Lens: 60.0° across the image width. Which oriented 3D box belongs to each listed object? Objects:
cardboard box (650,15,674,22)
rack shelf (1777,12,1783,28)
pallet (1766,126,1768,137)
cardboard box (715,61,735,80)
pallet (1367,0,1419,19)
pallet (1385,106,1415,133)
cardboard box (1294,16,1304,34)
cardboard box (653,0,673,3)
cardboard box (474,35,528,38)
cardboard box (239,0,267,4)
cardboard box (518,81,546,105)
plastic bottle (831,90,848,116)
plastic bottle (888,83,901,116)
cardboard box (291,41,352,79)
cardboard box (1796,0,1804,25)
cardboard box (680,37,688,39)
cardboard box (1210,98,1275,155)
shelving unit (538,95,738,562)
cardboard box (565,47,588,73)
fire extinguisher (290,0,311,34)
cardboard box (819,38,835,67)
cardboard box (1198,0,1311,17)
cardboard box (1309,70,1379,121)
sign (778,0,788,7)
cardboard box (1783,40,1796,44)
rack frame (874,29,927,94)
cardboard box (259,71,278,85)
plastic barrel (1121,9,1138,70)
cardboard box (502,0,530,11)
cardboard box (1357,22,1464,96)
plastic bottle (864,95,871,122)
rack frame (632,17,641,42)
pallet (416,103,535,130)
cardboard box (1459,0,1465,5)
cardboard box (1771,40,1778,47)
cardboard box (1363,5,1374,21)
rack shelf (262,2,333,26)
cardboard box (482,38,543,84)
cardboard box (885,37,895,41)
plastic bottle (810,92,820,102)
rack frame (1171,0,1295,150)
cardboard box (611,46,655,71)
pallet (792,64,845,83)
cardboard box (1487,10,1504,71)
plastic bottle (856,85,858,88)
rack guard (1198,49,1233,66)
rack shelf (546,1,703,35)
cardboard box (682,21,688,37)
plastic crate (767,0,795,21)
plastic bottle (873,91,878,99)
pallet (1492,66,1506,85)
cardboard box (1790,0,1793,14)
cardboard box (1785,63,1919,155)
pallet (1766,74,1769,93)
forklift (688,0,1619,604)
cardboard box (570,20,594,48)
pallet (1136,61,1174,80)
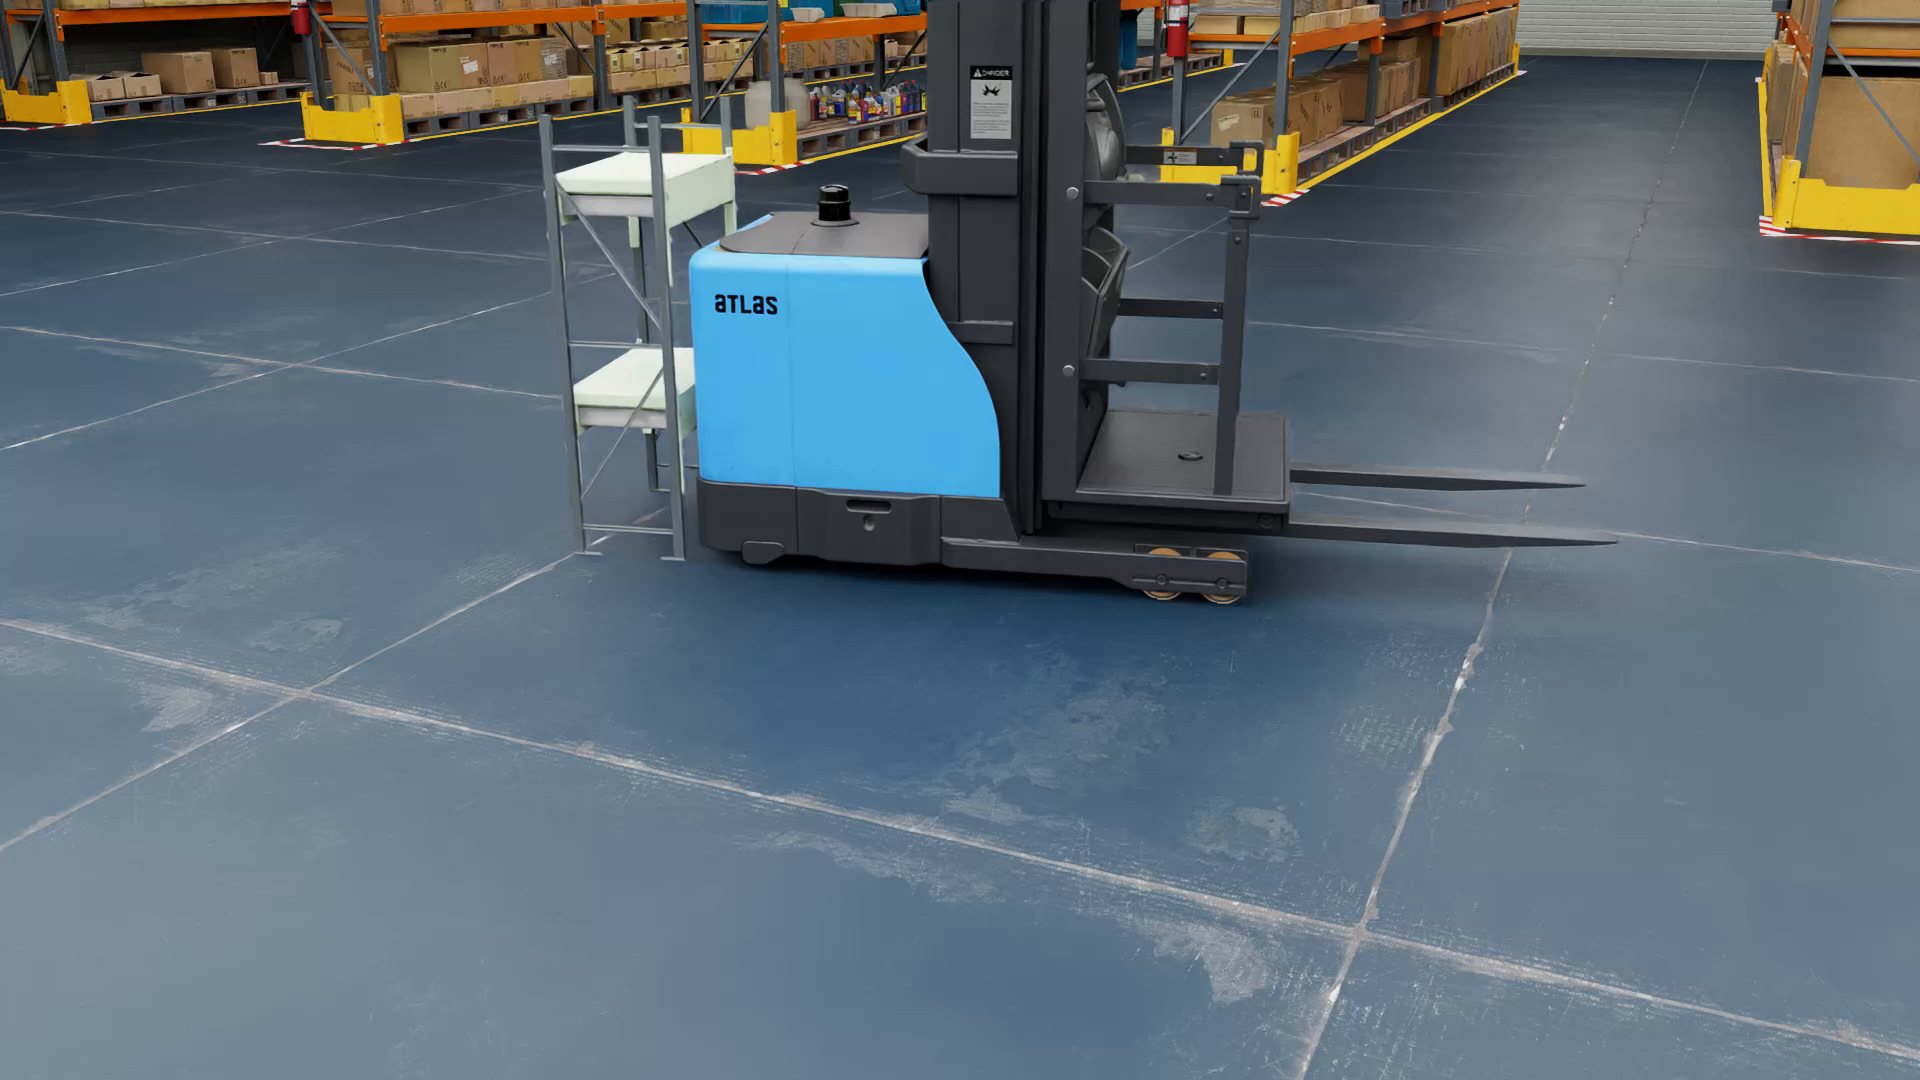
[{"bbox_3d":[-5.603,-9.824,31.252,0.380,0.149,0.250,9,22,25],"label":"cardboard box"},{"bbox_3d":[12.550,-7.726,24.291,1.077,0.370,4.000,9,21,23],"label":"rack shelf"},{"bbox_3d":[9.701,-4.687,18.832,1.003,0.211,1.213,9,21,23],"label":"pallet"},{"bbox_3d":[-3.628,-6.853,24.239,0.500,0.250,0.500,8,21,22],"label":"cardboard box"},{"bbox_3d":[4.417,-5.843,18.208,1.003,0.211,1.213,9,21,23],"label":"pallet"},{"bbox_3d":[4.787,-5.018,19.765,1.003,0.211,1.213,9,21,23],"label":"pallet"},{"bbox_3d":[2.787,-4.507,14.540,0.380,0.149,0.250,9,21,23],"label":"cardboard box"},{"bbox_3d":[-4.315,-7.674,22.921,0.500,0.500,0.500,9,21,23],"label":"cardboard box"},{"bbox_3d":[-5.738,-6.083,20.955,0.500,0.500,0.500,9,21,23],"label":"cardboard box"},{"bbox_3d":[-9.715,-7.360,22.381,0.500,0.250,0.500,9,21,23],"label":"cardboard box"},{"bbox_3d":[-5.461,-5.504,20.447,0.500,0.250,0.500,9,21,23],"label":"cardboard box"},{"bbox_3d":[-1.363,-4.933,18.772,0.152,0.276,0.135,9,21,23],"label":"plastic bottle"},{"bbox_3d":[-0.759,-4.965,18.749,0.144,0.351,0.185,8,21,22],"label":"plastic bottle"},{"bbox_3d":[-9.300,-7.016,24.293,0.700,0.500,0.500,9,22,25],"label":"cardboard box"},{"bbox_3d":[8.425,-5.252,16.110,0.500,0.500,0.500,8,21,22],"label":"cardboard box"},{"bbox_3d":[-3.909,-7.350,24.799,0.500,0.311,0.500,9,22,25],"label":"cardboard box"},{"bbox_3d":[2.604,-3.706,15.016,0.500,0.500,0.500,13,23,33],"label":"cardboard box"},{"bbox_3d":[-1.084,-0.767,5.886,0.431,1.500,0.755,3,20,10],"label":"shelving unit"},{"bbox_3d":[-5.161,-6.410,22.156,0.500,0.311,0.500,9,21,23],"label":"cardboard box"},{"bbox_3d":[-7.175,-5.849,18.053,0.296,0.674,0.183,9,21,23],"label":"fire extinguisher"},{"bbox_3d":[-2.352,-7.906,26.797,0.500,0.500,0.500,8,21,21],"label":"cardboard box"},{"bbox_3d":[2.583,-4.849,14.533,0.875,0.500,0.500,9,21,23],"label":"cardboard box"},{"bbox_3d":[4.242,-4.934,18.440,0.700,0.500,0.500,7,21,19],"label":"cardboard box"},{"bbox_3d":[-1.685,-5.230,15.786,0.100,0.325,0.005,9,21,23],"label":"sign"},{"bbox_3d":[10.134,-5.850,19.925,0.500,0.250,0.500,8,21,21],"label":"cardboard box"},{"bbox_3d":[-0.548,-6.399,19.486,1.000,3.000,0.127,9,21,23],"label":"rack frame"},{"bbox_3d":[-9.778,-6.463,23.238,0.380,0.166,0.250,6,20,16],"label":"cardboard box"},{"bbox_3d":[2.490,-7.890,26.183,0.600,0.901,0.708,9,21,23],"label":"plastic barrel"},{"bbox_3d":[-5.660,-6.676,20.114,0.700,0.500,0.500,9,21,24],"label":"cardboard box"},{"bbox_3d":[5.911,-6.347,21.884,1.225,0.875,0.875,8,21,20],"label":"cardboard box"},{"bbox_3d":[-1.018,-4.715,18.164,0.097,0.271,0.097,0,20,0],"label":"plastic bottle"},{"bbox_3d":[-6.310,-10.204,30.185,1.000,3.000,0.127,9,21,23],"label":"rack frame"},{"bbox_3d":[-5.927,-5.155,20.148,1.003,0.211,1.213,9,21,23],"label":"pallet"},{"bbox_3d":[6.472,-7.416,22.196,0.500,0.500,0.500,8,21,22],"label":"cardboard box"},{"bbox_3d":[12.844,-7.698,25.878,0.380,0.149,0.250,8,21,20],"label":"cardboard box"},{"bbox_3d":[4.040,-5.420,17.108,0.380,0.149,0.250,9,21,23],"label":"cardboard box"},{"bbox_3d":[-8.767,-8.031,25.148,1.077,0.370,4.000,9,21,23],"label":"rack shelf"},{"bbox_3d":[-5.472,-5.859,20.326,0.500,0.500,0.500,9,21,23],"label":"cardboard box"},{"bbox_3d":[-1.507,-8.909,29.898,0.500,0.311,0.500,9,21,23],"label":"cardboard box"},{"bbox_3d":[-1.648,-4.838,18.504,0.152,0.276,0.135,8,21,21],"label":"plastic bottle"},{"bbox_3d":[2.333,-4.497,14.137,1.000,3.000,0.127,9,21,23],"label":"rack frame"},{"bbox_3d":[-4.459,-6.491,22.384,0.500,0.311,0.500,8,21,22],"label":"cardboard box"},{"bbox_3d":[-2.586,-7.584,26.978,1.003,0.211,1.213,9,21,23],"label":"pallet"},{"bbox_3d":[7.959,-7.828,26.048,0.875,0.875,0.875,9,21,23],"label":"cardboard box"},{"bbox_3d":[-1.185,-5.183,19.476,0.152,0.276,0.135,9,22,25],"label":"plastic bottle"},{"bbox_3d":[4.364,-8.899,30.246,1.175,0.500,0.348,9,21,23],"label":"rack guard"},{"bbox_3d":[-4.246,-7.353,23.240,1.077,0.370,4.000,9,21,23],"label":"rack shelf"},{"bbox_3d":[-5.489,-9.749,32.008,0.700,0.500,0.500,9,22,24],"label":"cardboard box"},{"bbox_3d":[-1.982,-5.498,17.175,0.499,0.251,0.408,9,21,23],"label":"plastic crate"},{"bbox_3d":[-0.927,-4.898,18.663,0.061,0.283,0.133,9,21,23],"label":"plastic bottle"},{"bbox_3d":[8.128,-7.447,26.595,1.003,0.211,1.213,9,21,23],"label":"pallet"},{"bbox_3d":[9.663,-6.178,18.715,0.500,0.500,0.500,9,21,23],"label":"cardboard box"},{"bbox_3d":[7.393,-3.468,13.788,0.875,0.875,0.875,8,21,22],"label":"cardboard box"},{"bbox_3d":[12.472,-6.724,24.562,1.003,0.211,1.213,9,21,23],"label":"pallet"},{"bbox_3d":[0.666,-1.366,5.437,3.031,2.935,1.130,3,20,10],"label":"forklift"},{"bbox_3d":[-6.819,-8.901,29.101,0.750,0.750,0.750,9,22,24],"label":"cardboard box"},{"bbox_3d":[2.994,-7.761,27.477,1.003,0.211,1.213,9,21,23],"label":"pallet"}]
